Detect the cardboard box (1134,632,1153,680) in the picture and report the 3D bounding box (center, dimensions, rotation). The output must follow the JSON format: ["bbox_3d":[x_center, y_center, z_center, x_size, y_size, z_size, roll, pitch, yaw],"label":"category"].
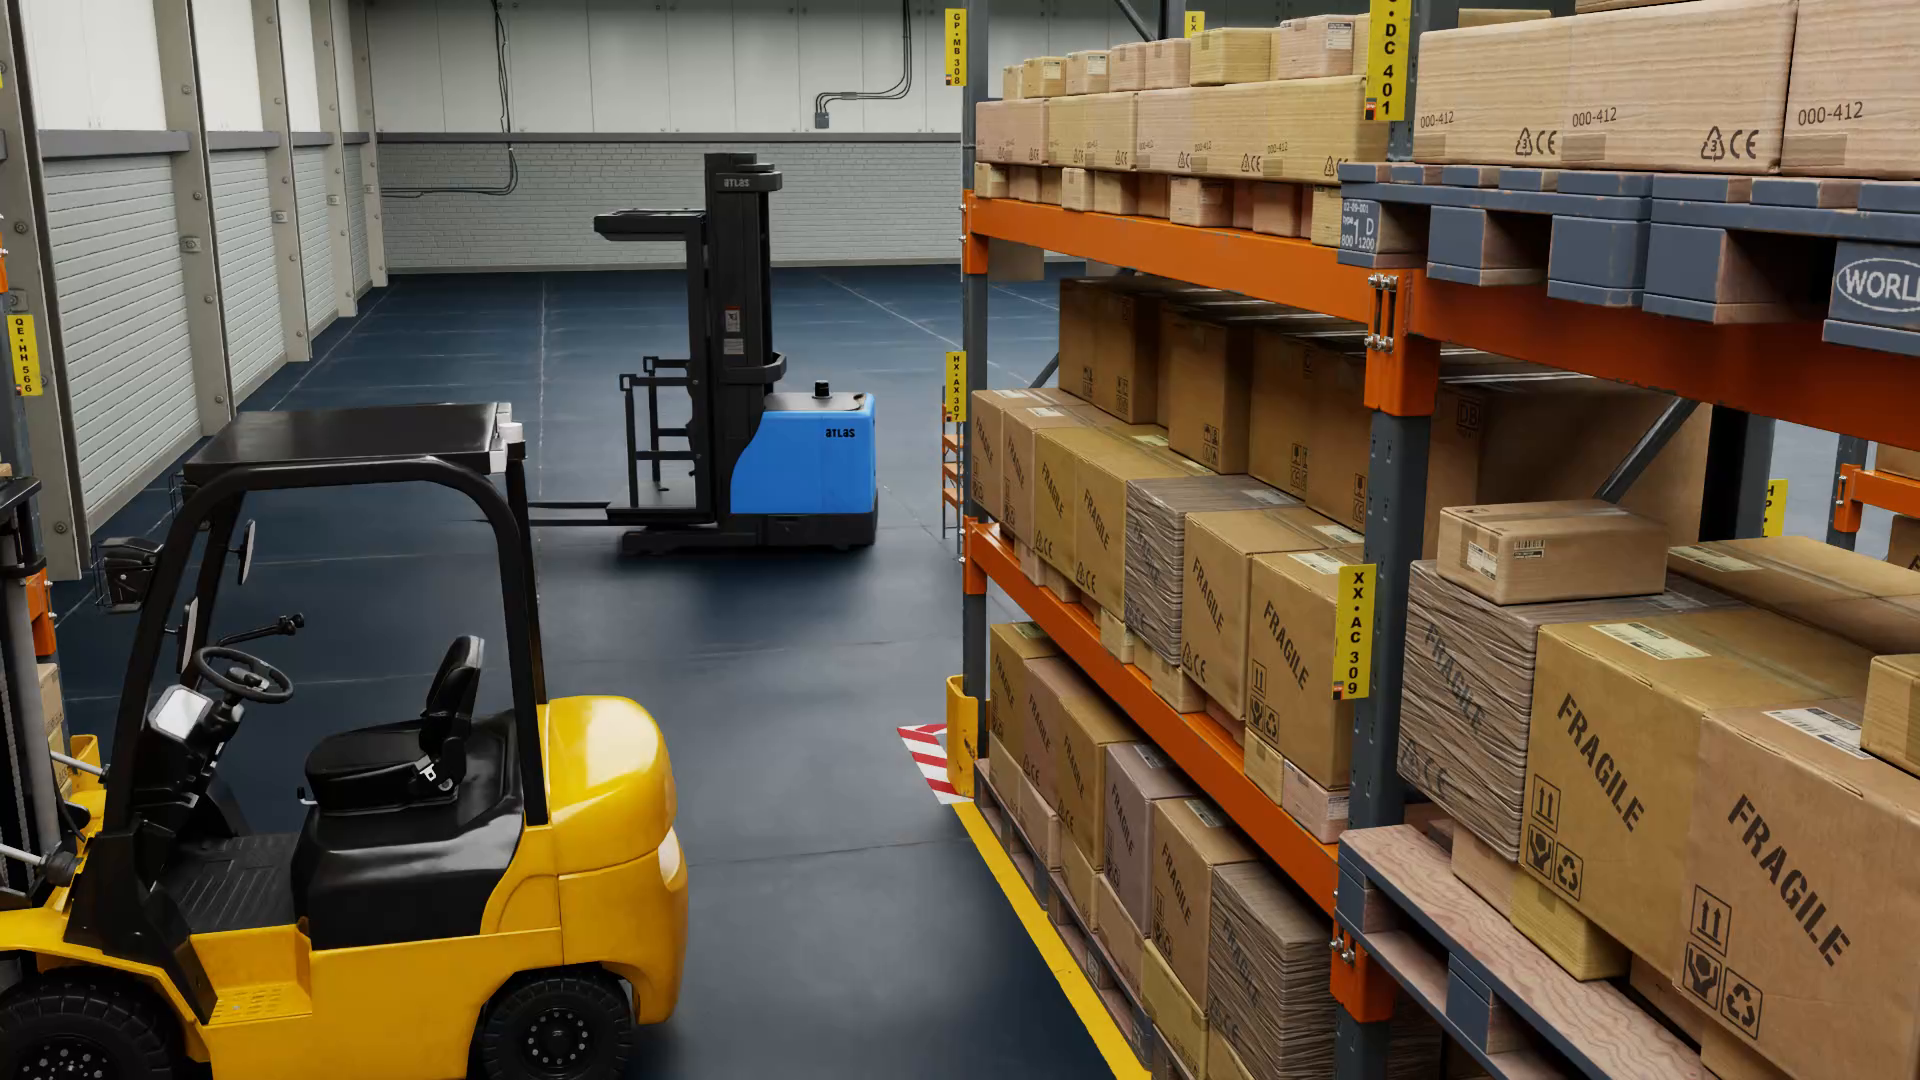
[{"bbox_3d":[0.808,0.375,5.602,0.380,0.149,0.250,-4,14,-14],"label":"cardboard box"}]

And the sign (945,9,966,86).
[{"bbox_3d":[-0.015,-2.169,7.324,0.100,0.325,0.005,-3,14,-13],"label":"sign"}]

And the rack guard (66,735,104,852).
[{"bbox_3d":[-4.317,1.168,7.091,1.175,0.500,0.348,-3,14,-13],"label":"rack guard"}]

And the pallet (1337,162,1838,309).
[{"bbox_3d":[1.494,-0.613,3.190,1.213,0.211,1.003,-3,14,-13],"label":"pallet"}]

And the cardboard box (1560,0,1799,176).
[{"bbox_3d":[1.320,-0.709,2.621,0.500,0.250,0.500,-3,14,-14],"label":"cardboard box"}]

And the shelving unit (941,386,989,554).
[{"bbox_3d":[0.039,-0.545,12.628,0.258,1.200,0.503,-3,14,-13],"label":"shelving unit"}]

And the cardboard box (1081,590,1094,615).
[{"bbox_3d":[0.677,0.194,6.343,0.380,0.149,0.250,-3,14,-11],"label":"cardboard box"}]

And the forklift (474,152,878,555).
[{"bbox_3d":[-2.172,-1.439,12.643,3.031,2.935,1.130,0,14,-1],"label":"forklift"}]

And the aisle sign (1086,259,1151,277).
[{"bbox_3d":[0.780,-1.611,7.724,0.394,0.787,0.004,-3,14,-13],"label":"aisle sign"}]

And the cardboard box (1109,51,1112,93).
[{"bbox_3d":[0.725,-1.594,5.661,0.380,0.149,0.250,-3,14,-12],"label":"cardboard box"}]

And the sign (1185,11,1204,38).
[{"bbox_3d":[1.057,-2.231,7.555,0.100,0.325,0.005,-3,14,-13],"label":"sign"}]

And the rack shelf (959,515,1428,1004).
[{"bbox_3d":[0.983,0.493,6.105,1.077,0.370,4.000,-3,14,-13],"label":"rack shelf"}]

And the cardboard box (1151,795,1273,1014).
[{"bbox_3d":[0.931,1.134,5.296,0.500,0.500,0.500,-3,14,-12],"label":"cardboard box"}]

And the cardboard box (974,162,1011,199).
[{"bbox_3d":[0.275,-1.558,7.194,0.380,0.149,0.250,-3,14,-13],"label":"cardboard box"}]

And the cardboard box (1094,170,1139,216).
[{"bbox_3d":[0.684,-1.202,5.736,0.380,0.149,0.250,-4,14,-15],"label":"cardboard box"}]

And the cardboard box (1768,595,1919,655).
[{"bbox_3d":[1.902,0.416,3.182,0.500,0.500,0.500,-3,14,-13],"label":"cardboard box"}]

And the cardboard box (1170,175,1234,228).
[{"bbox_3d":[0.854,-1.024,5.008,0.380,0.149,0.250,-3,14,-12],"label":"cardboard box"}]

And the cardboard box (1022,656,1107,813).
[{"bbox_3d":[0.567,0.777,6.756,0.500,0.500,0.500,-4,14,-15],"label":"cardboard box"}]

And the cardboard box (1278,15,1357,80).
[{"bbox_3d":[1.030,-1.234,4.188,0.380,0.149,0.250,-4,14,-15],"label":"cardboard box"}]

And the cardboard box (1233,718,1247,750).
[{"bbox_3d":[1.030,0.548,4.893,0.380,0.149,0.250,-3,14,-13],"label":"cardboard box"}]

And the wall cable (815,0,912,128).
[{"bbox_3d":[-2.244,-12.595,38.355,2.305,6.003,0.169,-3,14,-13],"label":"wall cable"}]

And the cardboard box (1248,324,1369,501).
[{"bbox_3d":[1.369,-0.424,5.398,0.700,0.500,0.500,-4,14,-14],"label":"cardboard box"}]

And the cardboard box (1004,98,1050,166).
[{"bbox_3d":[0.481,-1.599,6.521,0.500,0.250,0.500,-3,14,-14],"label":"cardboard box"}]

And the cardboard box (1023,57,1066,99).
[{"bbox_3d":[0.458,-1.767,6.366,0.380,0.149,0.250,-3,14,-13],"label":"cardboard box"}]

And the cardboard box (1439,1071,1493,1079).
[{"bbox_3d":[1.576,1.585,5.026,0.500,0.250,0.500,-4,14,-16],"label":"cardboard box"}]

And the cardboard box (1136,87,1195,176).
[{"bbox_3d":[0.862,-1.246,5.074,0.500,0.250,0.500,-4,14,-14],"label":"cardboard box"}]

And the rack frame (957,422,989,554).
[{"bbox_3d":[0.096,-0.488,12.398,0.240,1.200,0.015,-3,14,-13],"label":"rack frame"}]

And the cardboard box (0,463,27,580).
[{"bbox_3d":[-3.940,0.010,6.355,0.500,0.500,0.500,-4,14,-14],"label":"cardboard box"}]

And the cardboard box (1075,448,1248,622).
[{"bbox_3d":[0.727,-0.033,5.903,0.500,0.500,0.500,-4,14,-14],"label":"cardboard box"}]

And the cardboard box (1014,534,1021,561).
[{"bbox_3d":[0.448,0.017,7.066,0.380,0.149,0.250,-4,14,-15],"label":"cardboard box"}]

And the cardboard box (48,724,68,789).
[{"bbox_3d":[-3.893,0.943,6.601,0.500,0.250,0.500,-3,14,-14],"label":"cardboard box"}]

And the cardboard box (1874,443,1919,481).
[{"bbox_3d":[5.432,-0.607,8.775,0.875,0.550,0.550,-3,14,-13],"label":"cardboard box"}]

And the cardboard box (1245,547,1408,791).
[{"bbox_3d":[1.106,0.323,4.447,0.500,0.500,0.500,-4,14,-15],"label":"cardboard box"}]

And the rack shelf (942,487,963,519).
[{"bbox_3d":[0.039,-0.286,12.691,0.258,0.148,0.480,-3,14,-13],"label":"rack shelf"}]

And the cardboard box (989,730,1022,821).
[{"bbox_3d":[0.433,1.015,7.360,0.500,0.250,0.500,-3,14,-14],"label":"cardboard box"}]

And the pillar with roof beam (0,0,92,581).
[{"bbox_3d":[-2.248,-4.368,11.845,9.100,9.000,0.400,-3,14,-13],"label":"pillar with roof beam"}]

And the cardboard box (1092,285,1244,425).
[{"bbox_3d":[0.957,-0.774,6.830,0.700,0.500,0.500,-3,14,-13],"label":"cardboard box"}]

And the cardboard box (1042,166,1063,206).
[{"bbox_3d":[0.535,-1.384,6.481,0.380,0.149,0.250,-3,14,-14],"label":"cardboard box"}]

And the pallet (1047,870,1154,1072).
[{"bbox_3d":[0.970,1.525,6.242,1.003,0.211,1.213,-3,14,-13],"label":"pallet"}]

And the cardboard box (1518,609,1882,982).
[{"bbox_3d":[1.402,0.447,3.053,0.500,0.500,0.500,-3,14,-13],"label":"cardboard box"}]

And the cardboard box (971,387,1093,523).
[{"bbox_3d":[0.355,-0.386,7.350,0.500,0.500,0.500,-4,14,-14],"label":"cardboard box"}]

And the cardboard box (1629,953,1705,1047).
[{"bbox_3d":[1.466,0.787,3.029,0.380,0.149,0.250,-2,14,-10],"label":"cardboard box"}]

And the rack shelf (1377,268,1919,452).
[{"bbox_3d":[1.922,-0.041,1.972,1.077,0.370,4.000,-3,14,-13],"label":"rack shelf"}]

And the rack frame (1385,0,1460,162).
[{"bbox_3d":[1.452,-2.309,3.419,1.000,3.000,0.127,-3,14,-13],"label":"rack frame"}]

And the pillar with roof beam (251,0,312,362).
[{"bbox_3d":[-5.066,-7.136,23.176,9.100,9.000,0.400,-3,14,-13],"label":"pillar with roof beam"}]

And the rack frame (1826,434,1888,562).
[{"bbox_3d":[5.301,-0.617,9.133,1.000,3.000,0.127,-3,14,-13],"label":"rack frame"}]

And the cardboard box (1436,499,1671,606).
[{"bbox_3d":[1.219,0.021,3.432,0.380,0.149,0.250,-3,14,-13],"label":"cardboard box"}]

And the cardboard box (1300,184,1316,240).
[{"bbox_3d":[1.108,-0.849,4.291,0.380,0.149,0.250,-3,14,-13],"label":"cardboard box"}]

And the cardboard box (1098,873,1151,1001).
[{"bbox_3d":[0.802,1.375,5.886,0.500,0.250,0.500,-3,14,-12],"label":"cardboard box"}]

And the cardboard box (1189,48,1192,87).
[{"bbox_3d":[0.906,-1.418,4.940,0.380,0.149,0.250,-4,14,-14],"label":"cardboard box"}]
